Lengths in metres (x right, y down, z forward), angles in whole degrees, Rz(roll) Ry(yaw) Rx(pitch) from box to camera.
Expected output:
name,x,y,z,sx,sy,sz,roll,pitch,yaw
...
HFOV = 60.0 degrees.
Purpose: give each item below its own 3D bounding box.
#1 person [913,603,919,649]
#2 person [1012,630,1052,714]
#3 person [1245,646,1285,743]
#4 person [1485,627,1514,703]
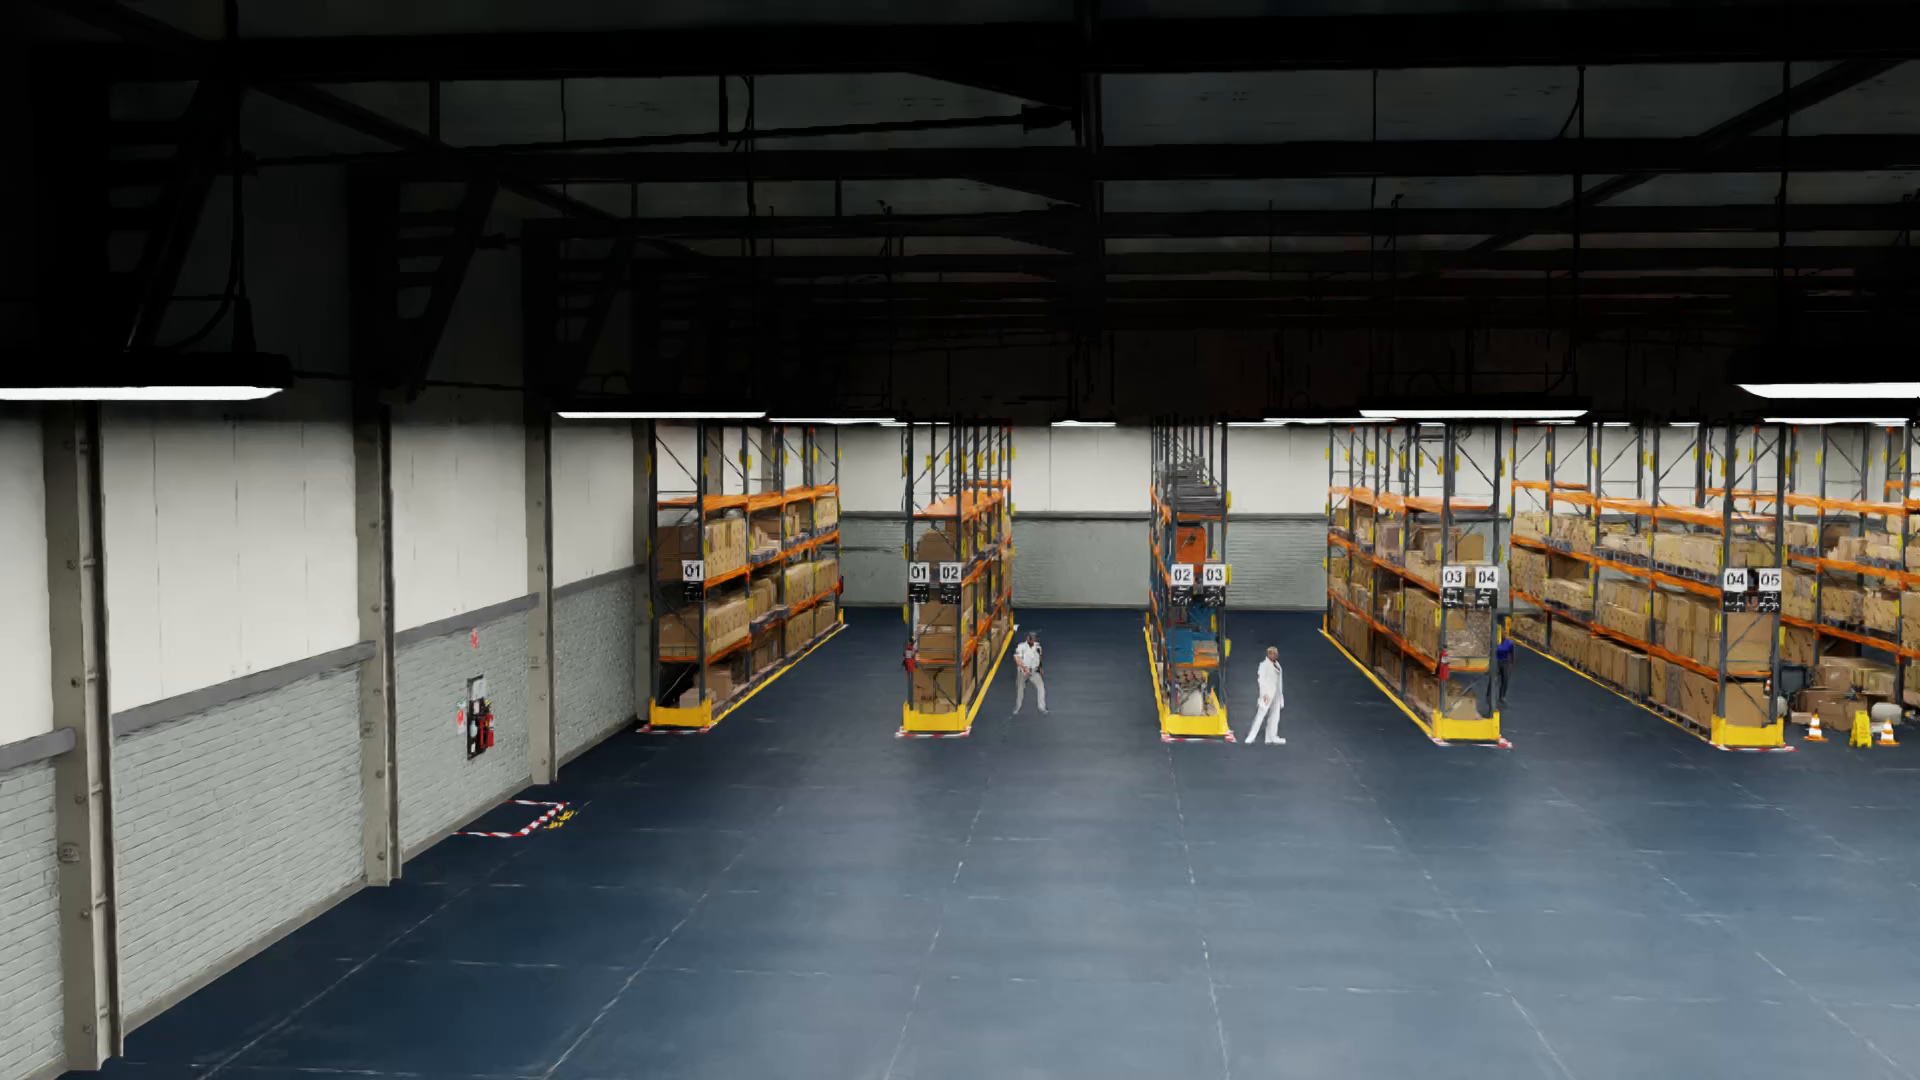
name,x,y,z,sx,sy,sz,roll,pitch,yaw
person,-0.971,1.980,42.683,0.564,1.705,1.111,0,4,4
person,1.400,2.628,33.312,0.707,1.697,0.827,-1,4,-13
person,5.523,2.808,30.172,0.769,1.767,0.516,-3,5,-40
person,11.239,2.598,34.648,0.592,1.604,0.518,0,4,2
